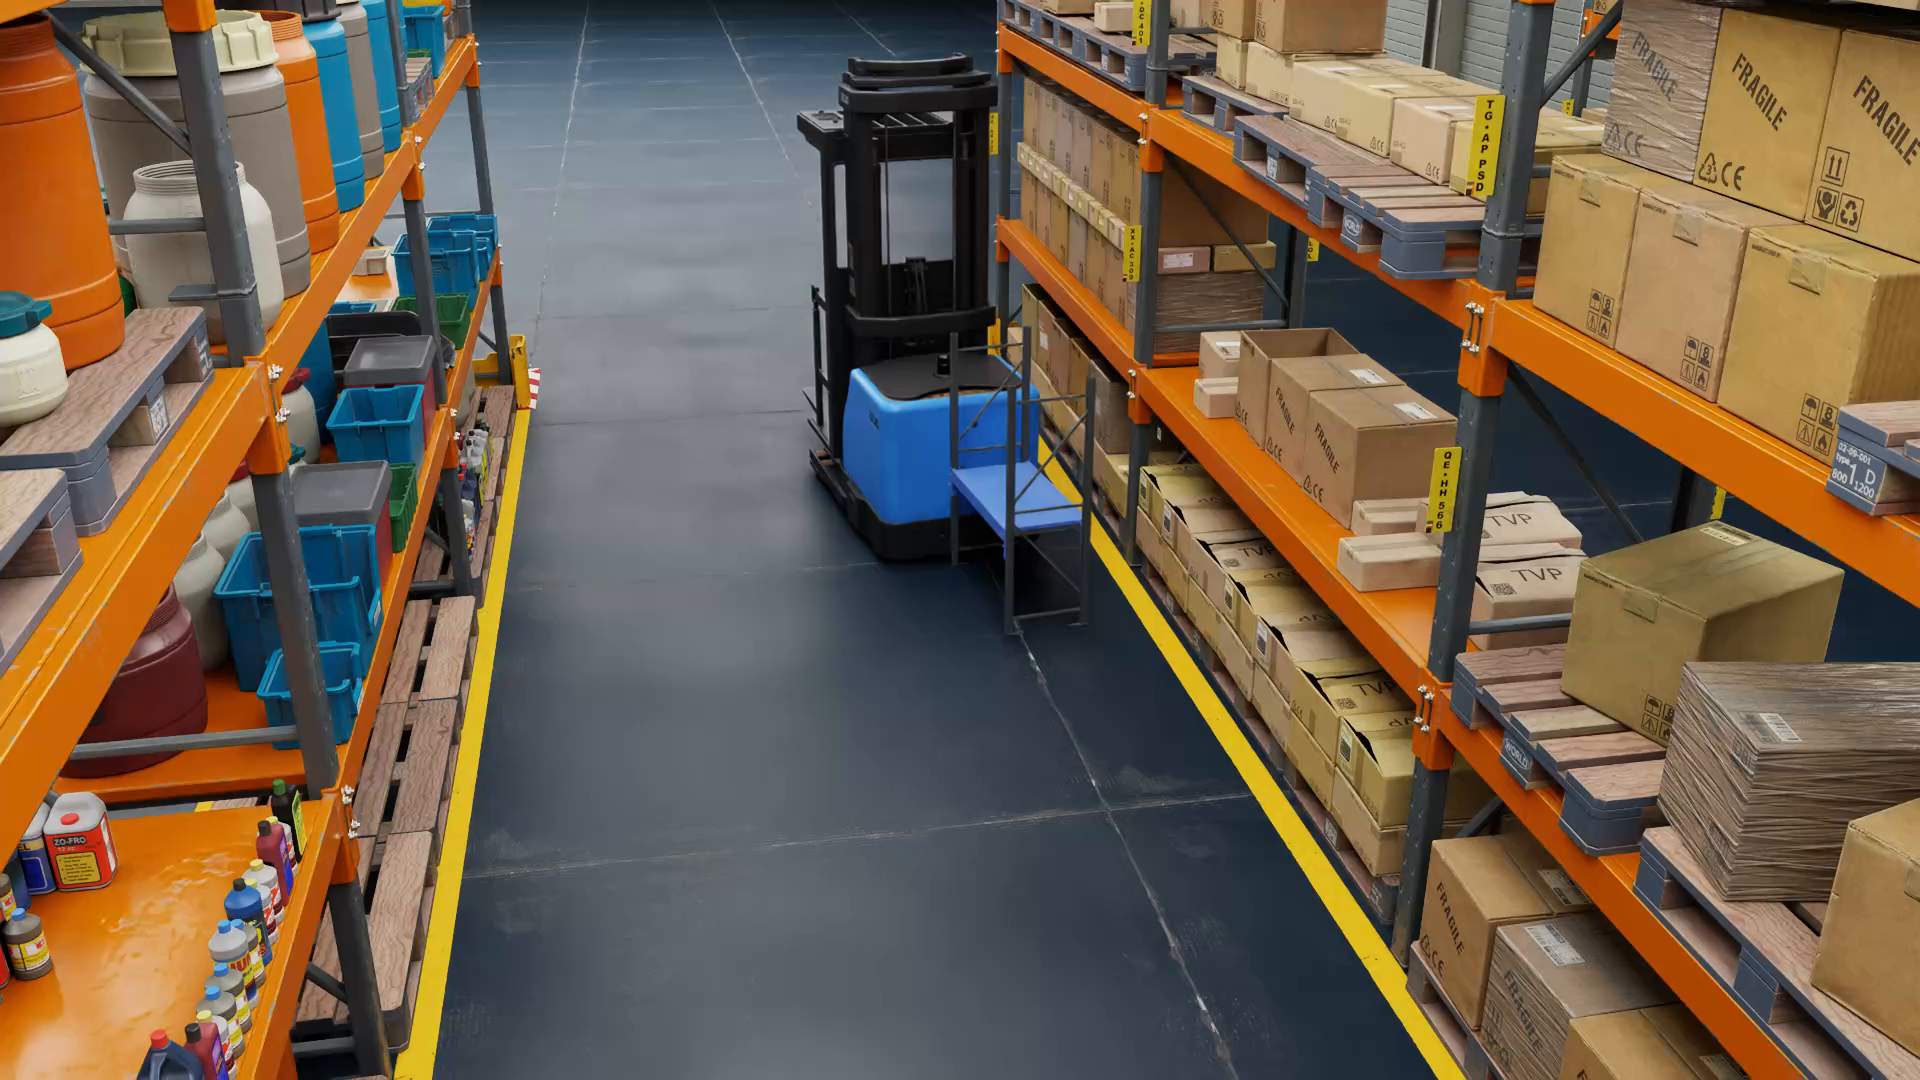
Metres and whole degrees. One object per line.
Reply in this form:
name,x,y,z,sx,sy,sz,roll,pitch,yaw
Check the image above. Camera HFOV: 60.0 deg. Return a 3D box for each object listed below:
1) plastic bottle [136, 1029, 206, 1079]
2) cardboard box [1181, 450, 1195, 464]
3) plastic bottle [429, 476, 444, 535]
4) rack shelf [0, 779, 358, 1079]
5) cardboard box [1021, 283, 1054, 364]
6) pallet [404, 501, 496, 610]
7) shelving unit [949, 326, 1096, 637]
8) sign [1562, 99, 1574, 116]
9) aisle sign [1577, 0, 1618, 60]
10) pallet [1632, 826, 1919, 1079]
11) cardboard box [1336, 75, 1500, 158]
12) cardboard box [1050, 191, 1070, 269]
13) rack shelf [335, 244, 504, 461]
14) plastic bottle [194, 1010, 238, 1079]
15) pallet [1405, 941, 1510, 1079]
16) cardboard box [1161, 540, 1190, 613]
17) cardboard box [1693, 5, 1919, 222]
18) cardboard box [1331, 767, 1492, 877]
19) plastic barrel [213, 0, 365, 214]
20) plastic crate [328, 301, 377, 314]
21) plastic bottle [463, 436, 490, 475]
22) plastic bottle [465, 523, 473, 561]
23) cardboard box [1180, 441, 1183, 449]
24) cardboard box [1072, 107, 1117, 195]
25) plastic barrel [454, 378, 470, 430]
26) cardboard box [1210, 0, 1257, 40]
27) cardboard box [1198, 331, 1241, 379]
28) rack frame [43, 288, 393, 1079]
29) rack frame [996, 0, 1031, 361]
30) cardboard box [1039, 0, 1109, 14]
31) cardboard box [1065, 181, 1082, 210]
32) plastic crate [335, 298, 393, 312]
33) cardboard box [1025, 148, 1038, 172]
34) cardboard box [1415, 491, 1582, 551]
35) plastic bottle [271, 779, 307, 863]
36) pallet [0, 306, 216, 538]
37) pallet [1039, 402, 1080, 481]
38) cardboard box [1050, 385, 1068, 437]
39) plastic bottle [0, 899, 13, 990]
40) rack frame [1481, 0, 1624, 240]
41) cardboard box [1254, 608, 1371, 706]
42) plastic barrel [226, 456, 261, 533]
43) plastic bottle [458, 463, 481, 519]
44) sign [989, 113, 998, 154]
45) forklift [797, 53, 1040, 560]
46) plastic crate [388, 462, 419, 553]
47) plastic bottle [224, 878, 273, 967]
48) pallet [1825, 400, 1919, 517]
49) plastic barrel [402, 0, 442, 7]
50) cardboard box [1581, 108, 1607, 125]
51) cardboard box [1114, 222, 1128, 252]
plastic bottle,-1.897,1.342,3.992,0.144,0.351,0.185,-4,24,-10
cardboard box,1.750,-0.399,10.828,0.500,0.250,0.500,-4,24,-10
plastic bottle,-3.214,-0.222,10.271,0.144,0.351,0.185,-4,24,-10
rack shelf,-2.221,1.793,3.797,1.077,0.370,4.000,-4,24,-10
cardboard box,0.773,-1.688,12.840,0.500,0.500,0.500,-4,24,-10
pallet,-3.414,0.114,10.226,1.003,0.211,1.213,-4,24,-10
shelving unit,0.339,-0.364,9.709,0.538,1.500,1.048,-7,25,-16
sign,5.133,-3.560,14.072,0.100,0.325,0.005,-4,24,-10
aisle sign,5.358,-4.401,13.831,0.394,0.787,0.004,-4,24,-10
pallet,2.642,1.164,4.578,1.003,0.211,1.213,-4,24,-10
cardboard box,1.929,-1.792,7.021,0.500,0.250,0.500,-5,24,-11
cardboard box,1.060,-2.295,12.132,0.700,0.500,0.500,-4,24,-9
rack shelf,-3.700,-1.354,11.002,1.077,0.370,4.000,-4,24,-10
plastic bottle,-1.925,1.300,4.273,0.097,0.201,0.097,0,24,0
pallet,2.379,1.885,6.169,1.003,0.211,1.213,-4,24,-10
cardboard box,1.462,0.184,9.493,0.500,0.250,0.500,-4,24,-8
cardboard box,2.446,-1.195,4.616,0.500,0.500,0.500,-4,24,-10
cardboard box,1.941,1.190,7.189,0.500,0.250,0.500,-4,24,-8
plastic barrel,-2.781,-1.803,6.756,0.600,0.901,0.708,-4,24,-10
plastic crate,-3.802,-1.244,10.037,0.499,0.251,0.616,-4,24,-10
plastic bottle,-3.255,-0.578,11.180,0.152,0.276,0.135,-5,24,-11
plastic bottle,-2.959,-0.006,9.876,0.097,0.271,0.097,0,24,0
cardboard box,1.660,-0.940,11.128,0.500,0.500,0.500,-4,24,-10
cardboard box,1.171,-2.669,11.367,0.700,0.500,0.500,-4,24,-10
plastic barrel,-3.781,-1.072,12.041,0.421,0.512,0.421,0,24,0
cardboard box,1.613,-2.859,8.526,0.500,0.500,0.500,-4,24,-9
cardboard box,1.672,-1.003,9.486,0.500,0.250,0.500,-3,24,-6
rack frame,-2.591,0.676,5.454,1.000,3.000,0.127,-4,24,-10
rack frame,0.798,-2.836,13.495,1.000,3.000,0.127,-4,24,-10
cardboard box,0.837,-3.839,11.220,0.500,0.500,0.500,-4,24,-10
cardboard box,0.943,-2.404,11.571,0.380,0.149,0.250,-4,24,-9
plastic crate,-3.880,-1.396,10.529,0.530,0.136,0.437,-4,24,-10
cardboard box,0.711,-2.905,12.718,0.380,0.149,0.250,-5,24,-11
cardboard box,2.303,-0.014,7.146,0.500,0.311,0.500,-5,24,-10
plastic bottle,-2.097,0.857,5.185,0.061,0.283,0.133,-4,24,-10
pallet,-2.546,-0.304,4.186,1.003,0.211,1.213,-4,24,-10
pallet,1.203,-0.781,12.275,1.003,0.211,1.213,-4,24,-10
cardboard box,0.955,-0.950,12.089,0.500,0.250,0.500,-4,24,-10
plastic bottle,-2.743,1.109,4.618,0.152,0.276,0.135,-4,24,-10
rack frame,2.278,-2.438,5.089,1.000,3.000,0.127,-4,24,-10
cardboard box,1.746,0.531,7.996,0.500,0.311,0.500,-4,24,-10
plastic barrel,-3.154,-0.108,7.080,0.433,0.535,0.433,0,24,0
plastic bottle,-3.107,-0.307,10.466,0.144,0.351,0.185,-5,24,-12
sign,0.252,-3.230,13.217,0.100,0.325,0.005,-4,24,-10
forklift,-0.431,-1.784,11.172,1.130,2.935,3.031,-7,25,-16
plastic crate,-2.731,-0.136,7.578,0.450,0.188,0.662,-4,24,-10
plastic bottle,-2.015,1.077,4.697,0.097,0.271,0.097,0,24,0
pallet,2.771,-0.073,3.657,1.213,0.211,1.003,-4,24,-10
plastic barrel,-3.735,-3.685,10.932,0.600,0.588,0.600,0,24,0
cardboard box,5.459,-3.278,13.733,0.500,0.500,0.500,-4,24,-10
cardboard box,1.182,-1.897,10.410,0.380,0.149,0.250,-5,24,-11
